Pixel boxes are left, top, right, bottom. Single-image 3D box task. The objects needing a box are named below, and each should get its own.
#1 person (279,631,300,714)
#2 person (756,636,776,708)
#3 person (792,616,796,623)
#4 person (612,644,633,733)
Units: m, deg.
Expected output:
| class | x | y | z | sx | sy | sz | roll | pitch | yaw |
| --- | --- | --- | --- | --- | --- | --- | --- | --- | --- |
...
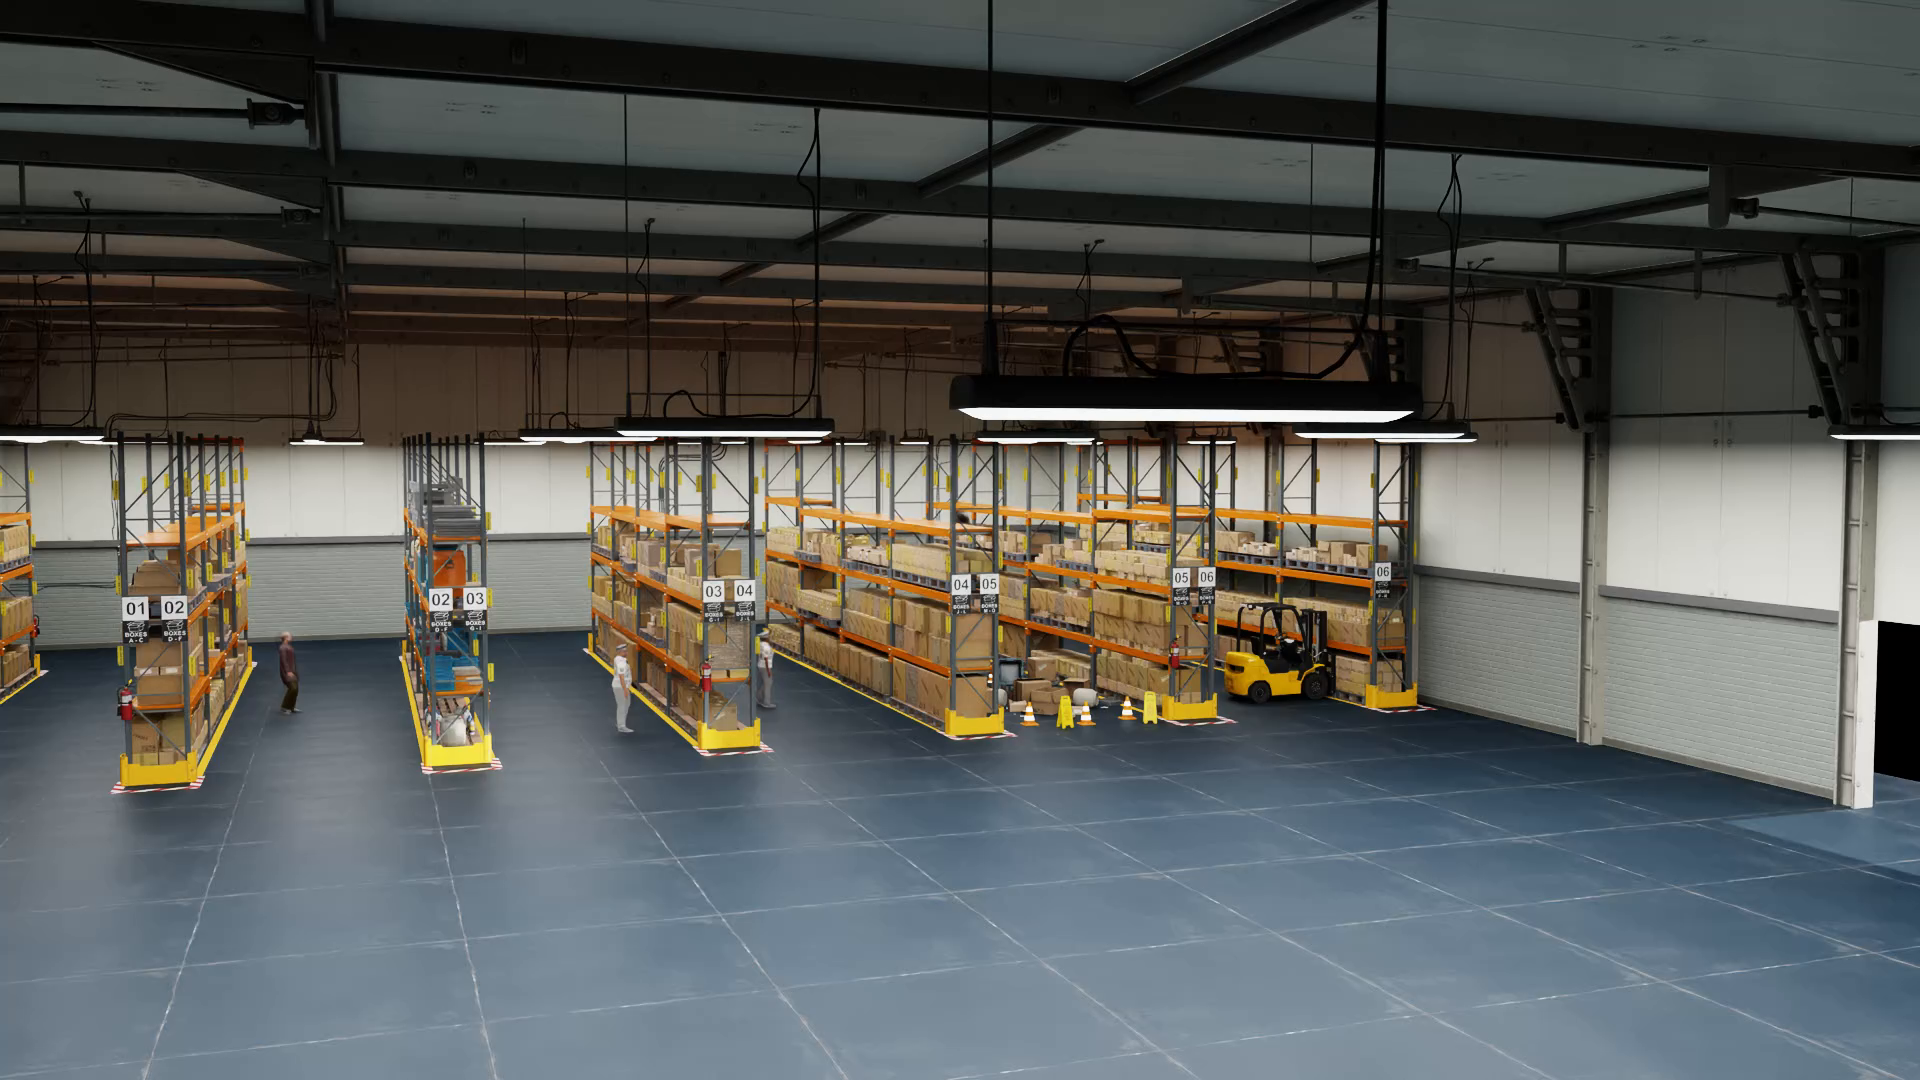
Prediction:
| class | x | y | z | sx | sy | sz | roll | pitch | yaw |
| --- | --- | --- | --- | --- | --- | --- | --- | --- | --- |
| person | -14.483 | 2.881 | 35.940 | 0.464 | 1.818 | 0.600 | 0 | 3 | 4 |
| person | -4.294 | 2.884 | 36.787 | 0.412 | 1.681 | 0.530 | -1 | 3 | -14 |
| person | -5.113 | 1.994 | 51.811 | 0.429 | 1.680 | 0.420 | 2 | 4 | 27 |
| person | -6.818 | 3.024 | 33.602 | 0.426 | 1.858 | 0.627 | 0 | 3 | -6 |
